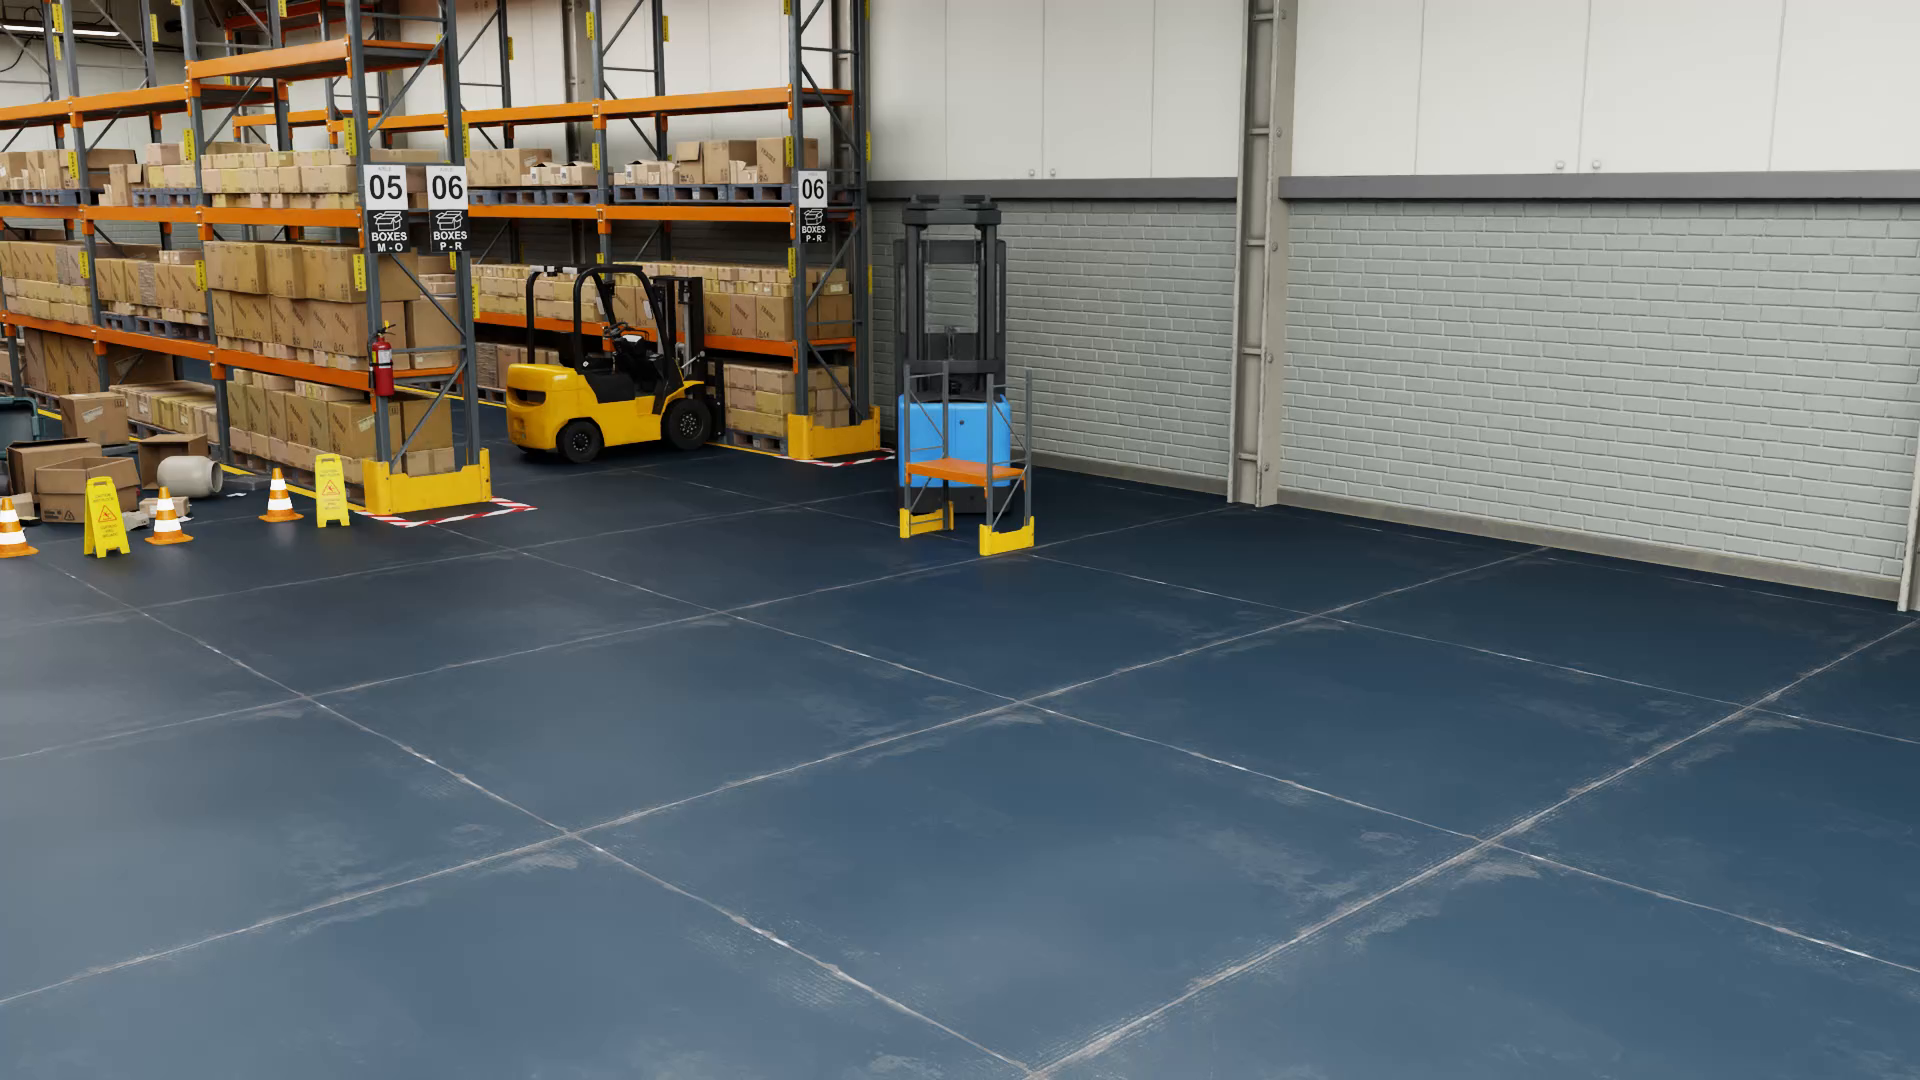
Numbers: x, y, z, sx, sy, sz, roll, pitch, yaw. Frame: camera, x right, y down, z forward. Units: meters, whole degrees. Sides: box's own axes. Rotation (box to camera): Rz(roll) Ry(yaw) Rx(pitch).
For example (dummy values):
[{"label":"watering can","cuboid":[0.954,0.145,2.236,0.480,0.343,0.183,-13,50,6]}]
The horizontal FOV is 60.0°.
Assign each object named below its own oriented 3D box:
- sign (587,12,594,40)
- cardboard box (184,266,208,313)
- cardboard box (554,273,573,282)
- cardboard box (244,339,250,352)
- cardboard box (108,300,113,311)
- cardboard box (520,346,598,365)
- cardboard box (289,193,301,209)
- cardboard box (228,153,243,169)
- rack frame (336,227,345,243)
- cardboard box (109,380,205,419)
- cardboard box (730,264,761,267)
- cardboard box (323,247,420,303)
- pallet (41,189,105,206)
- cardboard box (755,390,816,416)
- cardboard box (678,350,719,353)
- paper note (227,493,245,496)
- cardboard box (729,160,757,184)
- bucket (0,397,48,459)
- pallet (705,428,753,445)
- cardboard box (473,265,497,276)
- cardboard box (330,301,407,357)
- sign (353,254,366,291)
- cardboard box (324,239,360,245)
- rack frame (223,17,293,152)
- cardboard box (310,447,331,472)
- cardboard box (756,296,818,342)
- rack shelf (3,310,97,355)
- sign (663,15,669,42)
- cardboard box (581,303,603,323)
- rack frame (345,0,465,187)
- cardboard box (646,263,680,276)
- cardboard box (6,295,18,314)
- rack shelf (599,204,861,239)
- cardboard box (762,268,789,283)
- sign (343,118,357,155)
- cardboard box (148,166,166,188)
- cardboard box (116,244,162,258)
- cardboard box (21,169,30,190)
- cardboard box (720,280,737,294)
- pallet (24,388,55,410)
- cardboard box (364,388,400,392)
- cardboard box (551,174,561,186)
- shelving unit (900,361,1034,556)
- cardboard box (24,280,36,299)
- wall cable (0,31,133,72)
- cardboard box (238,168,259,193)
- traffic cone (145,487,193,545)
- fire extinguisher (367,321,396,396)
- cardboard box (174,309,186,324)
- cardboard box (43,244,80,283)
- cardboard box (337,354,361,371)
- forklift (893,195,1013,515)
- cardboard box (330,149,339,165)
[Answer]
[{"label":"sign","cuboid":[-4.614,-6.423,20.775,0.100,0.325,0.005,-11,16,-43]},{"label":"cardboard box","cuboid":[-8.302,-2.809,18.588,0.500,0.500,0.500,-11,16,-44]},{"label":"cardboard box","cuboid":[-5.226,-3.549,22.351,0.250,0.149,0.380,11,16,43]},{"label":"cardboard box","cuboid":[-7.414,-2.096,17.772,0.380,0.149,0.250,-11,16,-43]},{"label":"cardboard box","cuboid":[-10.489,-2.967,20.959,0.250,0.149,0.380,11,16,42]},{"label":"cardboard box","cuboid":[-5.649,-2.407,23.504,0.625,0.625,0.875,11,16,43]},{"label":"cardboard box","cuboid":[-6.367,-3.340,16.377,0.250,0.149,0.380,11,16,44]},{"label":"cardboard box","cuboid":[-7.297,-3.903,17.135,0.380,0.149,0.250,-11,16,-43]},{"label":"rack frame","cuboid":[-9.754,-4.233,27.525,1.000,3.000,0.127,-11,16,-43]},{"label":"cardboard box","cuboid":[-10.196,-1.792,21.148,0.625,0.372,0.950,10,16,41]},{"label":"cardboard box","cuboid":[-2.592,-3.303,20.417,0.380,0.149,0.250,-11,16,-42]},{"label":"cardboard box","cuboid":[-5.565,-2.518,15.738,0.500,0.500,0.700,11,16,44]},{"label":"pallet","cuboid":[-11.062,-4.421,21.469,1.213,0.211,1.003,-10,15,-40]},{"label":"cardboard box","cuboid":[-2.029,-1.613,19.343,0.500,0.250,0.500,-11,16,-43]},{"label":"cardboard box","cuboid":[-3.389,-2.298,21.426,0.500,0.250,0.500,-11,16,-43]},{"label":"paper note","cuboid":[-7.195,-0.456,16.550,0.148,0.019,0.142,6,13,26]},{"label":"cardboard box","cuboid":[-2.434,-4.256,19.245,0.396,0.266,0.258,-11,16,-42]},{"label":"bucket","cuboid":[-9.566,-1.112,16.719,0.726,0.611,0.620,-5,3,-23]},{"label":"pallet","cuboid":[-2.864,-1.400,20.684,1.003,0.211,1.213,-11,16,-43]},{"label":"cardboard box","cuboid":[-6.799,-3.890,24.003,0.380,0.149,0.250,-10,16,-41]},{"label":"cardboard box","cuboid":[-5.629,-2.025,15.823,0.500,0.500,0.500,-11,16,-44]},{"label":"sign","cuboid":[-5.470,-2.437,15.155,0.100,0.325,0.005,-11,16,-43]},{"label":"cardboard box","cuboid":[-10.590,-4.927,28.670,0.500,0.500,0.500,11,16,44]},{"label":"rack frame","cuboid":[-12.517,-7.755,29.754,1.000,3.000,0.127,-11,16,-43]},{"label":"cardboard box","cuboid":[-6.159,-0.806,16.663,0.500,0.250,0.500,-11,16,-42]},{"label":"cardboard box","cuboid":[-1.997,-2.566,19.186,0.500,0.500,0.500,-11,16,-44]},{"label":"rack shelf","cuboid":[-11.960,-2.897,22.821,1.077,0.370,4.000,-11,16,-43]},{"label":"sign","cuboid":[-3.811,-6.613,21.501,0.100,0.325,0.005,-11,16,-43]},{"label":"cardboard box","cuboid":[-4.767,-3.029,22.054,0.500,0.250,0.500,-10,16,-41]},{"label":"rack frame","cuboid":[-5.055,-4.728,15.060,1.000,3.000,0.127,-11,16,-43]},{"label":"cardboard box","cuboid":[-3.692,-3.377,20.776,0.380,0.149,0.250,-10,16,-41]},{"label":"cardboard box","cuboid":[-13.229,-3.367,23.690,0.500,0.250,0.500,11,16,44]},{"label":"rack shelf","cuboid":[-2.848,-3.891,20.212,1.077,0.370,4.000,-11,16,-43]},{"label":"cardboard box","cuboid":[-2.060,-3.049,19.184,0.380,0.149,0.250,-11,16,-42]},{"label":"sign","cuboid":[-5.470,-3.618,14.912,0.100,0.325,0.005,-11,16,-43]},{"label":"cardboard box","cuboid":[-9.022,-4.189,19.208,0.500,0.250,0.500,-11,16,-42]},{"label":"cardboard box","cuboid":[-10.743,-3.602,21.736,0.500,0.500,0.500,11,16,43]},{"label":"cardboard box","cuboid":[-12.333,-4.835,22.303,0.396,0.266,0.258,-9,15,-38]},{"label":"cardboard box","cuboid":[-2.624,-3.010,19.732,0.250,0.149,0.380,11,16,43]},{"label":"pallet","cuboid":[-12.754,-2.073,23.951,1.003,0.211,1.213,-11,16,-43]},{"label":"cardboard box","cuboid":[-6.133,-1.326,17.328,0.500,0.500,0.500,-10,16,-41]},{"label":"cardboard box","cuboid":[-5.209,-4.785,22.102,0.380,0.149,0.250,-11,16,-43]},{"label":"shelving unit","cuboid":[0.053,-0.723,14.206,0.587,1.500,1.083,-11,16,-43]},{"label":"cardboard box","cuboid":[-12.532,-3.459,22.902,0.500,0.250,0.500,-11,16,-42]},{"label":"wall cable","cuboid":[-17.649,-8.360,32.593,2.988,3.039,0.133,-11,16,-43]},{"label":"cardboard box","cuboid":[-7.012,-3.664,16.961,0.500,0.250,0.500,-11,16,-42]},{"label":"traffic cone","cuboid":[-6.853,-0.226,14.361,0.336,0.463,0.334,-11,16,-43]},{"label":"fire extinguisher","cuboid":[-5.309,-1.671,15.280,0.296,0.674,0.183,-11,16,-43]},{"label":"cardboard box","cuboid":[-8.745,-2.566,19.016,0.380,0.149,0.250,-11,16,-43]},{"label":"cardboard box","cuboid":[-11.824,-3.682,22.124,0.500,0.500,0.500,-11,16,-43]},{"label":"cardboard box","cuboid":[-5.723,-1.713,15.915,0.380,0.149,0.250,-11,16,-43]},{"label":"forklift","cuboid":[-0.110,-1.919,16.461,1.130,2.935,3.031,-1,12,-3]},{"label":"cardboard box","cuboid":[-5.652,-3.578,15.556,0.380,0.149,0.250,-11,16,-42]}]
